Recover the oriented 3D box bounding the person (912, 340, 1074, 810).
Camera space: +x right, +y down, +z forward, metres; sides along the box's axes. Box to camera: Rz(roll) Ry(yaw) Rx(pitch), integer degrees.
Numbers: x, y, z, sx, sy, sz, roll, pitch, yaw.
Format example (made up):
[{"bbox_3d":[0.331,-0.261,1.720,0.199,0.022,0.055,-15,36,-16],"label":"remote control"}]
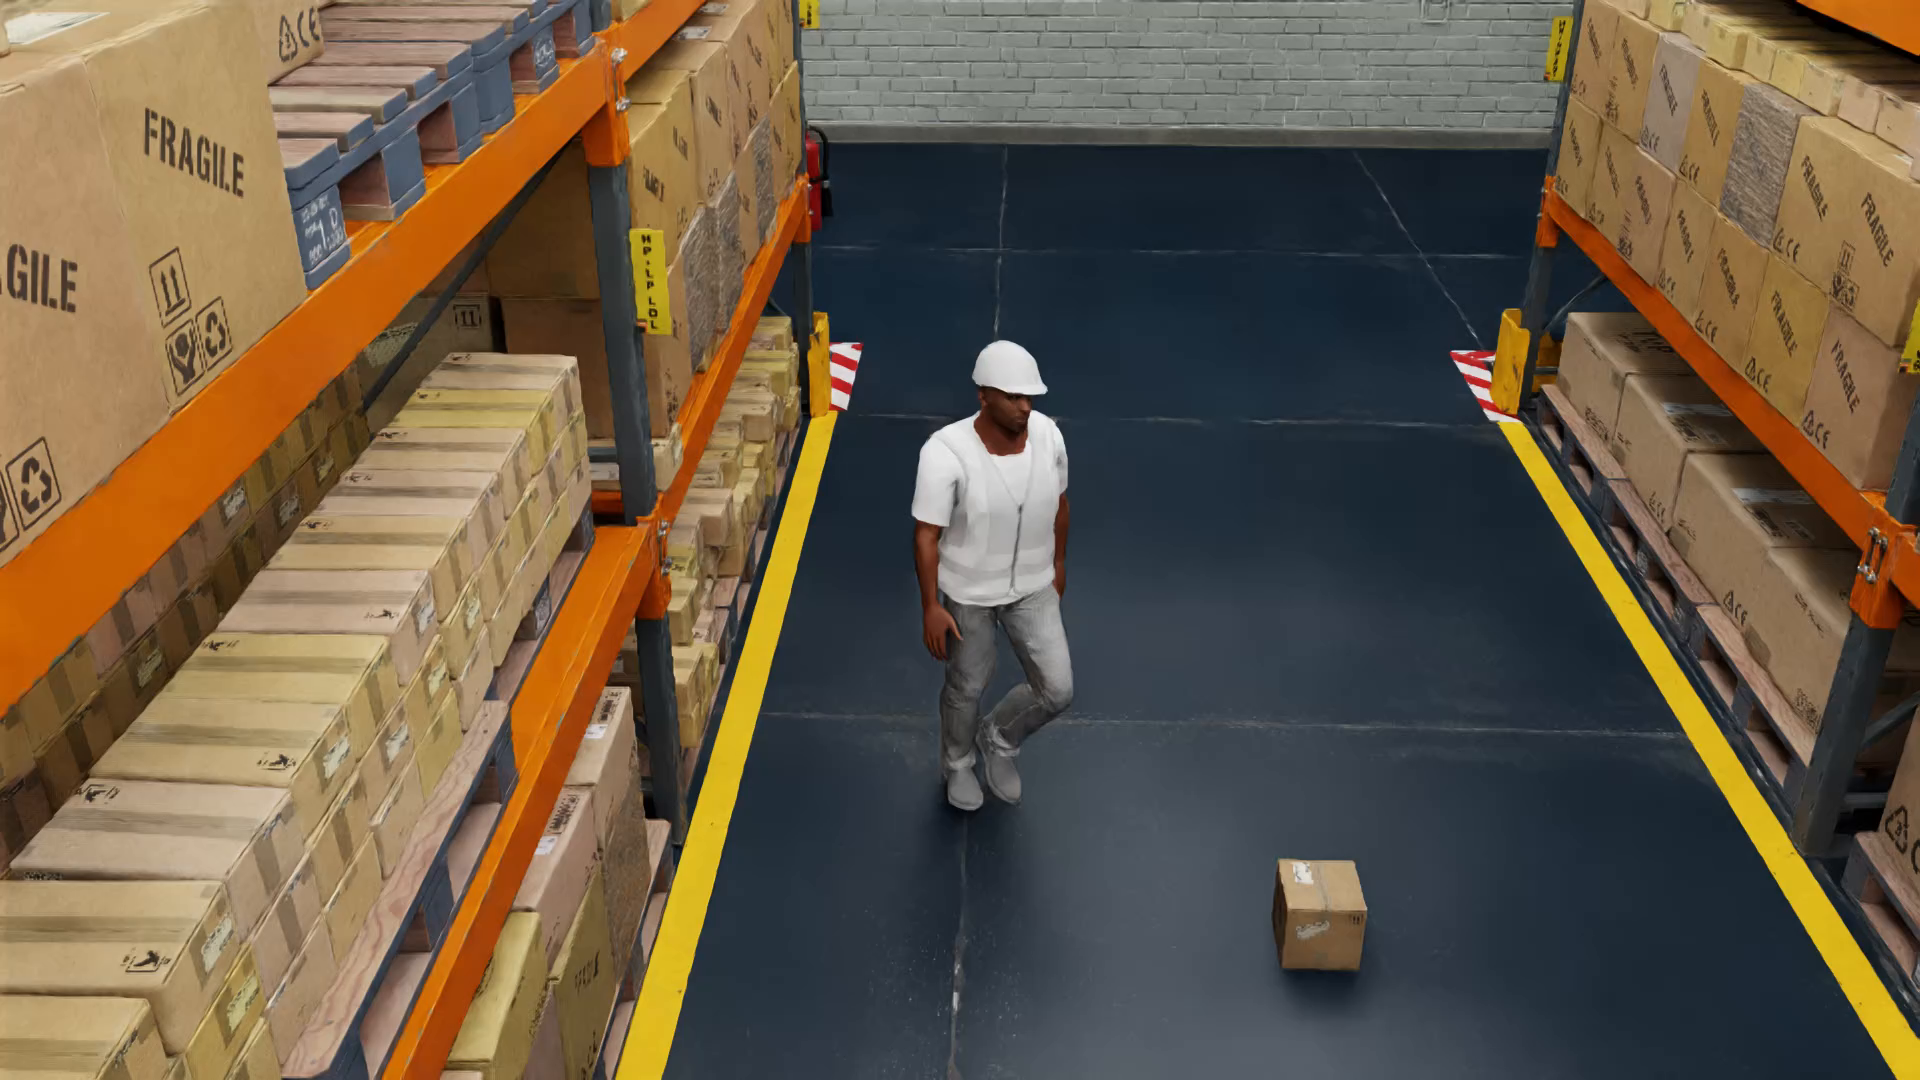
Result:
[{"bbox_3d":[0.137,0.170,5.714,0.632,1.748,0.514,-11,30,-20],"label":"person"}]
